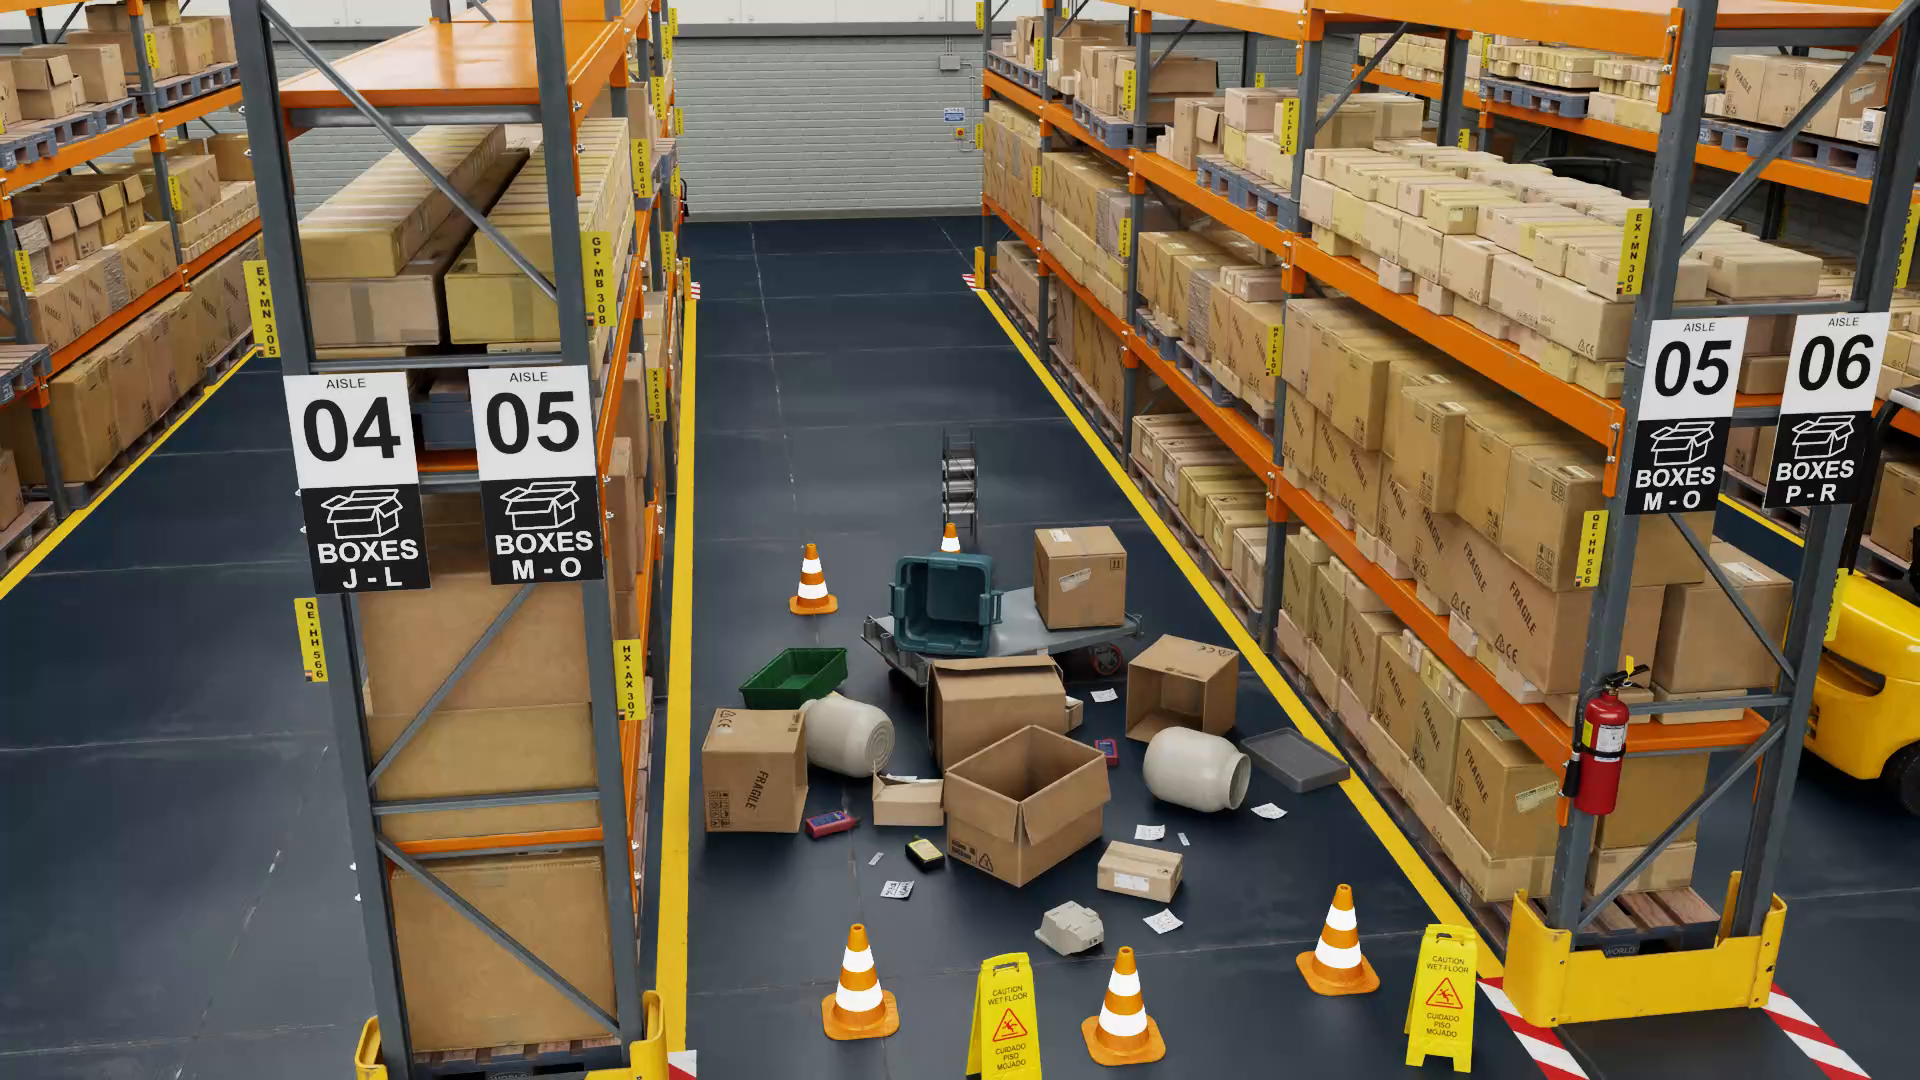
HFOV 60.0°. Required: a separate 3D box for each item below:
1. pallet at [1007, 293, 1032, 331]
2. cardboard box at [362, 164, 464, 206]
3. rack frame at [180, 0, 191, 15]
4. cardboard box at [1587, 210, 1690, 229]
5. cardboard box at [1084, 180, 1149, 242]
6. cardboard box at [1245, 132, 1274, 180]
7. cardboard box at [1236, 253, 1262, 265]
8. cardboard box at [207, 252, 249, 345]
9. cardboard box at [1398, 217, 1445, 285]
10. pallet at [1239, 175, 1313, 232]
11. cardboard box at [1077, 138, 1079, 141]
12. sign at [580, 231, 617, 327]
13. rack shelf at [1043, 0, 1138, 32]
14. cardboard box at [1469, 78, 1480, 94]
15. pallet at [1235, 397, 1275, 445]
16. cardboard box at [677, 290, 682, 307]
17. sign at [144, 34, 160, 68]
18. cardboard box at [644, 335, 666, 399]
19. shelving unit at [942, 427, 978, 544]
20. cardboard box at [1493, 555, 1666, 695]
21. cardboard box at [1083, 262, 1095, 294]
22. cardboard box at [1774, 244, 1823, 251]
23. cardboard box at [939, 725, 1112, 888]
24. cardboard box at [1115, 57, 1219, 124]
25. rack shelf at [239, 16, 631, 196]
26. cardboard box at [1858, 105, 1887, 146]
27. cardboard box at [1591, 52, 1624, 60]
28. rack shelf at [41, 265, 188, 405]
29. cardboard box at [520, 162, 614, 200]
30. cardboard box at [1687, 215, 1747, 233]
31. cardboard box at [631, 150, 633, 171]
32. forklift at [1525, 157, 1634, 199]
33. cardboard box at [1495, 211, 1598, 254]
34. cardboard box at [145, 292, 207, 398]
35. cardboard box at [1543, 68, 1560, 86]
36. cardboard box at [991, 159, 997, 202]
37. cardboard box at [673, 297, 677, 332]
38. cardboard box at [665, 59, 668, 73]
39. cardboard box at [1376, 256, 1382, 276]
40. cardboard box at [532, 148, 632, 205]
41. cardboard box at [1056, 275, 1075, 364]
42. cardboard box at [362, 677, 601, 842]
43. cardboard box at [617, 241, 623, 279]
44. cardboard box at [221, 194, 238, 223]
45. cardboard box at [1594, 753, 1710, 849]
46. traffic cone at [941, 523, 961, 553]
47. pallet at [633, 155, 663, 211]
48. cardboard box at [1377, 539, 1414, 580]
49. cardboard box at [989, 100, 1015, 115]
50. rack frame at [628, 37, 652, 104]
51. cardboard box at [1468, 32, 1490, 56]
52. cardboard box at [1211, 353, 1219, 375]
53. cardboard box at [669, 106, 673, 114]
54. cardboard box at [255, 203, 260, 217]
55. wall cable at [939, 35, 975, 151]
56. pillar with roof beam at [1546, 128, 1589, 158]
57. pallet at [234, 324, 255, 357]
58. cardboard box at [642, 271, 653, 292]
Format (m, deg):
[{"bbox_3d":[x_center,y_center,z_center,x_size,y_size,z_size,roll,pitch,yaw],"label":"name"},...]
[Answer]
[{"bbox_3d":[1.165,-2.833,20.500,1.003,0.211,1.213,-3,21,-8],"label":"pallet"},{"bbox_3d":[-2.382,-1.542,7.246,0.380,0.149,0.250,-3,21,-7],"label":"cardboard box"},{"bbox_3d":[-9.007,-7.144,19.483,1.000,3.000,0.127,-3,21,-8],"label":"rack frame"},{"bbox_3d":[3.137,-1.436,7.706,0.380,0.149,0.250,-3,21,-8],"label":"cardboard box"},{"bbox_3d":[1.472,-3.094,15.642,0.500,0.500,0.500,-3,21,-8],"label":"cardboard box"},{"bbox_3d":[2.234,-2.581,11.166,0.500,0.250,0.500,-3,21,-7],"label":"cardboard box"},{"bbox_3d":[2.453,-1.950,12.982,0.500,0.500,0.500,-4,21,-11],"label":"cardboard box"},{"bbox_3d":[-8.576,-2.695,18.580,0.875,0.875,0.875,-3,21,-8],"label":"cardboard box"},{"bbox_3d":[2.540,-1.460,8.341,0.500,0.250,0.500,-3,21,-7],"label":"cardboard box"},{"bbox_3d":[2.546,-2.215,10.842,1.213,0.211,1.003,-3,21,-8],"label":"pallet"},{"bbox_3d":[1.456,-4.565,18.651,0.380,0.149,0.250,-3,21,-8],"label":"cardboard box"},{"bbox_3d":[-1.228,-0.887,5.654,0.100,0.325,0.005,-3,21,-8],"label":"sign"},{"bbox_3d":[1.664,-5.042,15.455,1.077,0.370,4.000,-3,21,-8],"label":"rack shelf"},{"bbox_3d":[5.943,-5.097,18.649,0.380,0.149,0.250,-3,21,-8],"label":"cardboard box"},{"bbox_3d":[2.563,-0.861,11.509,1.003,0.211,1.213,-3,21,-8],"label":"pallet"},{"bbox_3d":[-3.476,-2.839,19.580,0.380,0.149,0.250,-3,21,-7],"label":"cardboard box"},{"bbox_3d":[-7.895,-4.775,16.237,0.100,0.325,0.005,-3,21,-8],"label":"sign"},{"bbox_3d":[-2.380,-1.161,11.893,0.500,0.500,0.500,-3,21,-7],"label":"cardboard box"},{"bbox_3d":[-0.001,-0.424,13.066,0.258,0.900,0.210,-3,21,-8],"label":"shelving unit"},{"bbox_3d":[2.755,0.346,7.435,0.500,0.500,0.500,-3,21,-9],"label":"cardboard box"},{"bbox_3d":[1.477,-2.507,15.855,0.500,0.250,0.500,-3,21,-8],"label":"cardboard box"},{"bbox_3d":[7.259,-2.479,14.496,0.380,0.149,0.250,-2,21,-6],"label":"cardboard box"},{"bbox_3d":[0.348,1.395,8.762,0.637,0.503,0.797,17,27,39],"label":"cardboard box"},{"bbox_3d":[1.749,-3.837,14.168,0.797,0.503,0.637,-4,21,-11],"label":"cardboard box"},{"bbox_3d":[-2.066,-1.988,7.277,1.077,0.370,4.000,-3,21,-8],"label":"rack shelf"},{"bbox_3d":[6.985,-3.042,12.170,0.500,0.311,0.500,-4,21,-10],"label":"cardboard box"},{"bbox_3d":[6.582,-4.823,16.745,0.380,0.149,0.250,-3,21,-7],"label":"cardboard box"},{"bbox_3d":[-8.142,-1.920,15.097,1.077,0.370,4.000,-3,21,-8],"label":"rack shelf"},{"bbox_3d":[-1.730,-1.574,7.333,0.380,0.149,0.250,-3,21,-7],"label":"cardboard box"},{"bbox_3d":[6.945,-2.745,15.536,0.500,0.500,0.500,-2,21,-5],"label":"cardboard box"},{"bbox_3d":[-2.299,-2.424,10.747,0.380,0.149,0.250,-3,21,-8],"label":"cardboard box"},{"bbox_3d":[4.663,-1.300,12.507,1.130,2.935,3.031,-3,21,-8],"label":"forklift"},{"bbox_3d":[2.697,-1.411,7.640,0.380,0.149,0.250,-3,21,-8],"label":"cardboard box"},{"bbox_3d":[-8.318,-1.930,16.532,1.225,0.875,0.875,-3,21,-8],"label":"cardboard box"},{"bbox_3d":[6.114,-4.666,16.751,0.380,0.149,0.250,-2,21,-6],"label":"cardboard box"},{"bbox_3d":[0.685,-4.526,20.905,0.500,0.500,0.500,-3,21,-9],"label":"cardboard box"},{"bbox_3d":[-3.150,-2.296,16.977,0.500,0.250,0.500,-3,21,-9],"label":"cardboard box"},{"bbox_3d":[-3.466,-5.260,18.224,0.500,0.250,0.500,-3,21,-7],"label":"cardboard box"},{"bbox_3d":[2.483,-1.491,8.992,0.380,0.149,0.250,-4,21,-9],"label":"cardboard box"},{"bbox_3d":[-2.029,-1.955,8.921,0.500,0.250,0.500,-3,21,-8],"label":"cardboard box"},{"bbox_3d":[1.545,-2.440,17.897,0.875,0.875,0.875,-2,21,-6],"label":"cardboard box"},{"bbox_3d":[-1.876,0.794,6.588,0.875,0.550,0.550,-3,21,-8],"label":"cardboard box"},{"bbox_3d":[-1.765,-1.287,7.704,0.380,0.149,0.250,-3,21,-8],"label":"cardboard box"},{"bbox_3d":[-8.449,-3.717,18.669,0.500,0.250,0.500,-3,21,-8],"label":"cardboard box"},{"bbox_3d":[3.259,1.145,8.122,0.500,0.500,0.500,-4,21,-10],"label":"cardboard box"},{"bbox_3d":[-0.066,0.101,12.285,0.336,0.463,0.334,-3,21,-8],"label":"traffic cone"},{"bbox_3d":[-2.622,-2.489,11.575,1.003,0.211,1.213,-2,21,-5],"label":"pallet"},{"bbox_3d":[2.497,0.093,9.039,0.380,0.149,0.250,-3,21,-8],"label":"cardboard box"},{"bbox_3d":[0.577,-5.516,21.199,0.380,0.149,0.250,-2,21,-7],"label":"cardboard box"},{"bbox_3d":[-2.931,-4.590,12.643,1.000,3.000,0.127,-3,21,-8],"label":"rack frame"},{"bbox_3d":[5.977,-5.572,18.634,0.500,0.250,0.500,-3,21,-8],"label":"cardboard box"},{"bbox_3d":[2.049,-1.276,12.105,0.380,0.149,0.250,-3,21,-8],"label":"cardboard box"},{"bbox_3d":[-3.772,-5.058,20.474,0.500,0.500,0.500,-3,21,-9],"label":"cardboard box"},{"bbox_3d":[-8.555,-3.932,19.816,0.380,0.149,0.250,-3,21,-8],"label":"cardboard box"},{"bbox_3d":[-0.036,-7.275,26.912,0.585,1.953,0.123,-3,21,-8],"label":"wall cable"},{"bbox_3d":[2.819,-6.580,17.973,9.100,9.000,0.400,-3,21,-8],"label":"pillar with roof beam"},{"bbox_3d":[-8.642,-2.333,19.161,1.003,0.211,1.213,-3,21,-8],"label":"pallet"},{"bbox_3d":[-2.802,-2.175,14.086,0.380,0.149,0.250,-2,21,-5],"label":"cardboard box"}]
